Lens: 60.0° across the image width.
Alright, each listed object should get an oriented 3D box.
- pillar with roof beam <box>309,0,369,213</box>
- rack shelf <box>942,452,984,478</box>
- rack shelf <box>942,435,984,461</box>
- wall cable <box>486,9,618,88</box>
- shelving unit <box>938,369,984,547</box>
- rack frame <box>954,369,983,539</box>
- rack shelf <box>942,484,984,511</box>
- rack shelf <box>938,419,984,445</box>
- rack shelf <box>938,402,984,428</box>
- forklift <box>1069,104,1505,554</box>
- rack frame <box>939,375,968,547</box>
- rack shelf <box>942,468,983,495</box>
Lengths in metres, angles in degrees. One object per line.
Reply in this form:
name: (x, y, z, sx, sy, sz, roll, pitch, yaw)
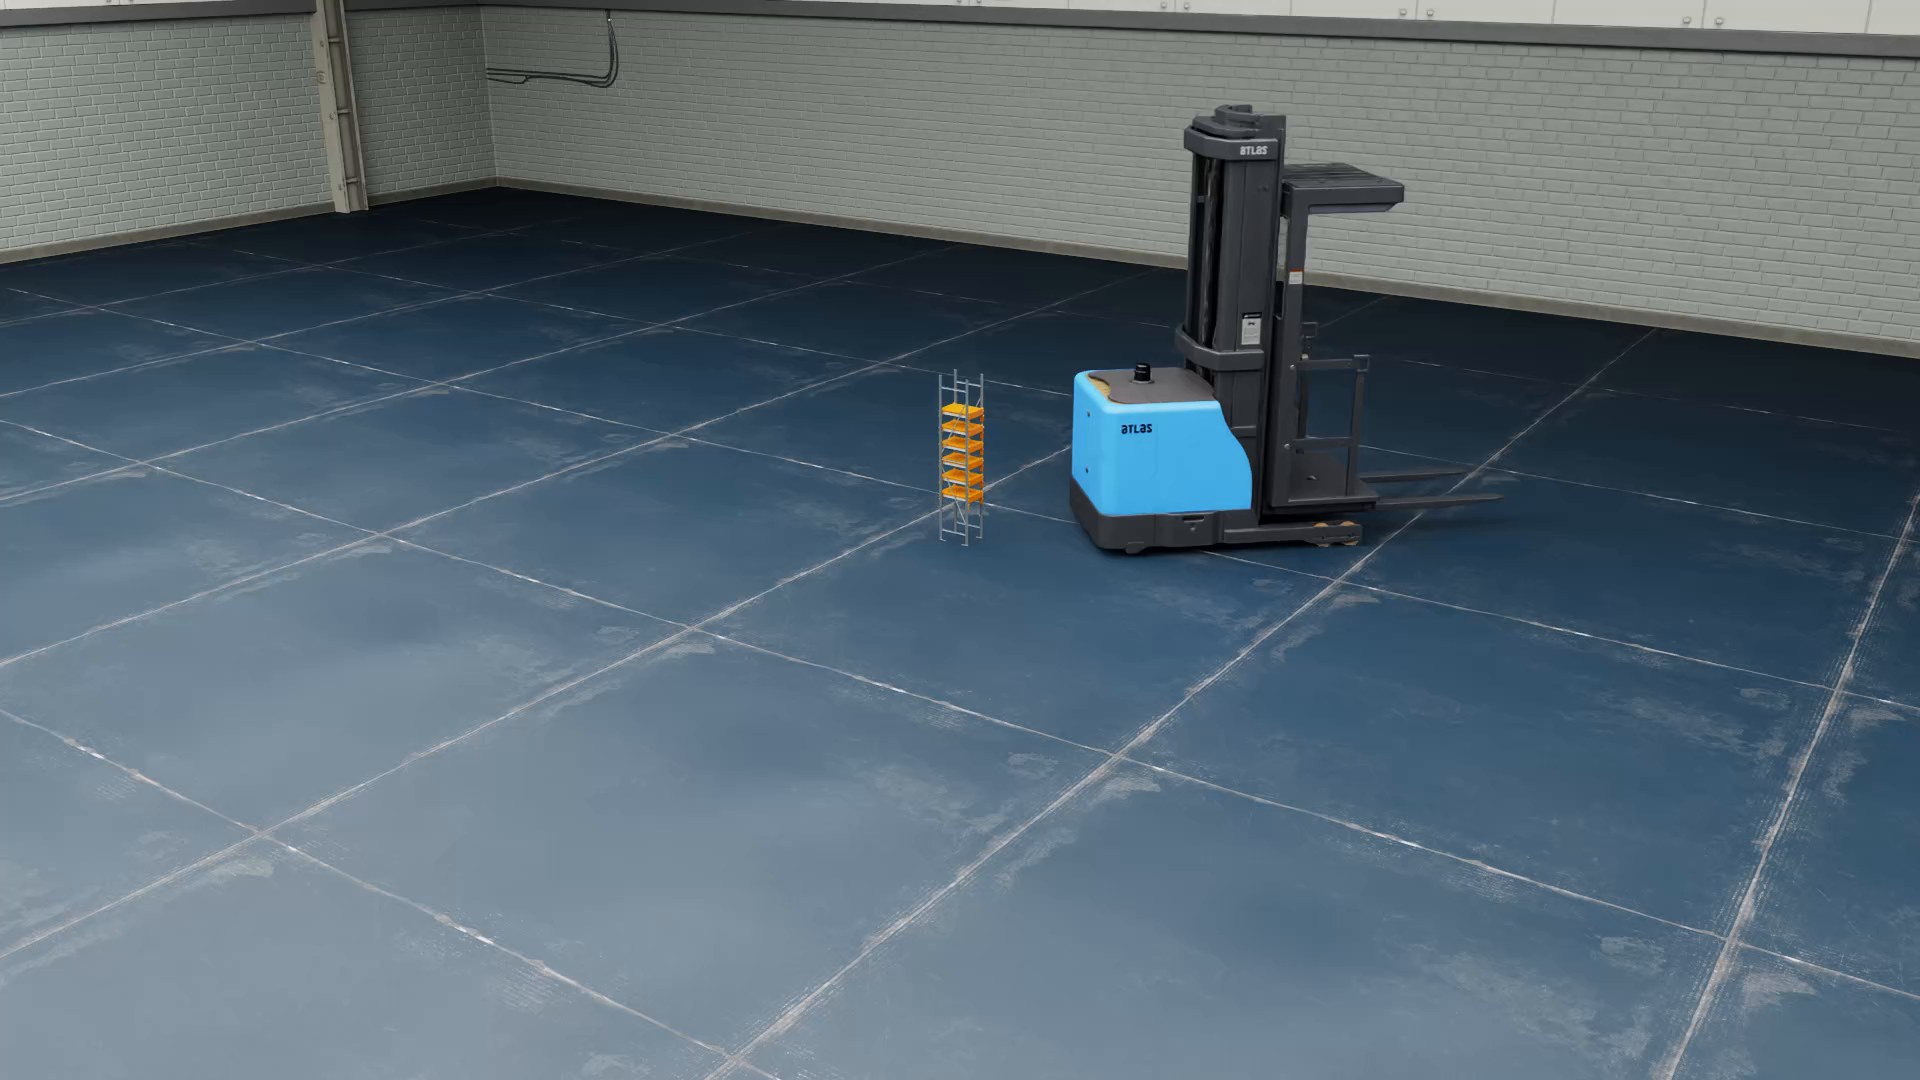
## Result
pillar with roof beam: (-5.713, -8.405, 21.517, 9.100, 9.000, 0.400, 13, 24, 32)
rack shelf: (0.008, -0.525, 11.583, 0.258, 0.103, 0.180, 13, 24, 32)
rack shelf: (0.008, -0.638, 11.542, 0.258, 0.103, 0.180, 13, 24, 32)
wall cable: (-6.523, -8.376, 25.913, 3.097, 2.526, 0.112, 13, 24, 32)
shelving unit: (0.008, -0.567, 11.568, 0.258, 1.200, 0.189, 13, 24, 32)
rack frame: (0.060, -0.593, 11.639, 0.240, 1.200, 0.006, 13, 24, 32)
rack shelf: (0.008, -0.300, 11.667, 0.258, 0.103, 0.180, 13, 24, 32)
rack shelf: (0.008, -0.750, 11.500, 0.258, 0.103, 0.180, 13, 24, 32)
rack shelf: (0.008, -0.863, 11.459, 0.258, 0.103, 0.180, 13, 24, 32)
forklift: (2.369, -1.502, 11.600, 3.031, 2.935, 1.130, -3, 21, -9)
rack frame: (-0.043, -0.541, 11.497, 0.240, 1.200, 0.006, 13, 24, 32)
rack shelf: (0.008, -0.413, 11.625, 0.258, 0.103, 0.180, 13, 24, 32)
